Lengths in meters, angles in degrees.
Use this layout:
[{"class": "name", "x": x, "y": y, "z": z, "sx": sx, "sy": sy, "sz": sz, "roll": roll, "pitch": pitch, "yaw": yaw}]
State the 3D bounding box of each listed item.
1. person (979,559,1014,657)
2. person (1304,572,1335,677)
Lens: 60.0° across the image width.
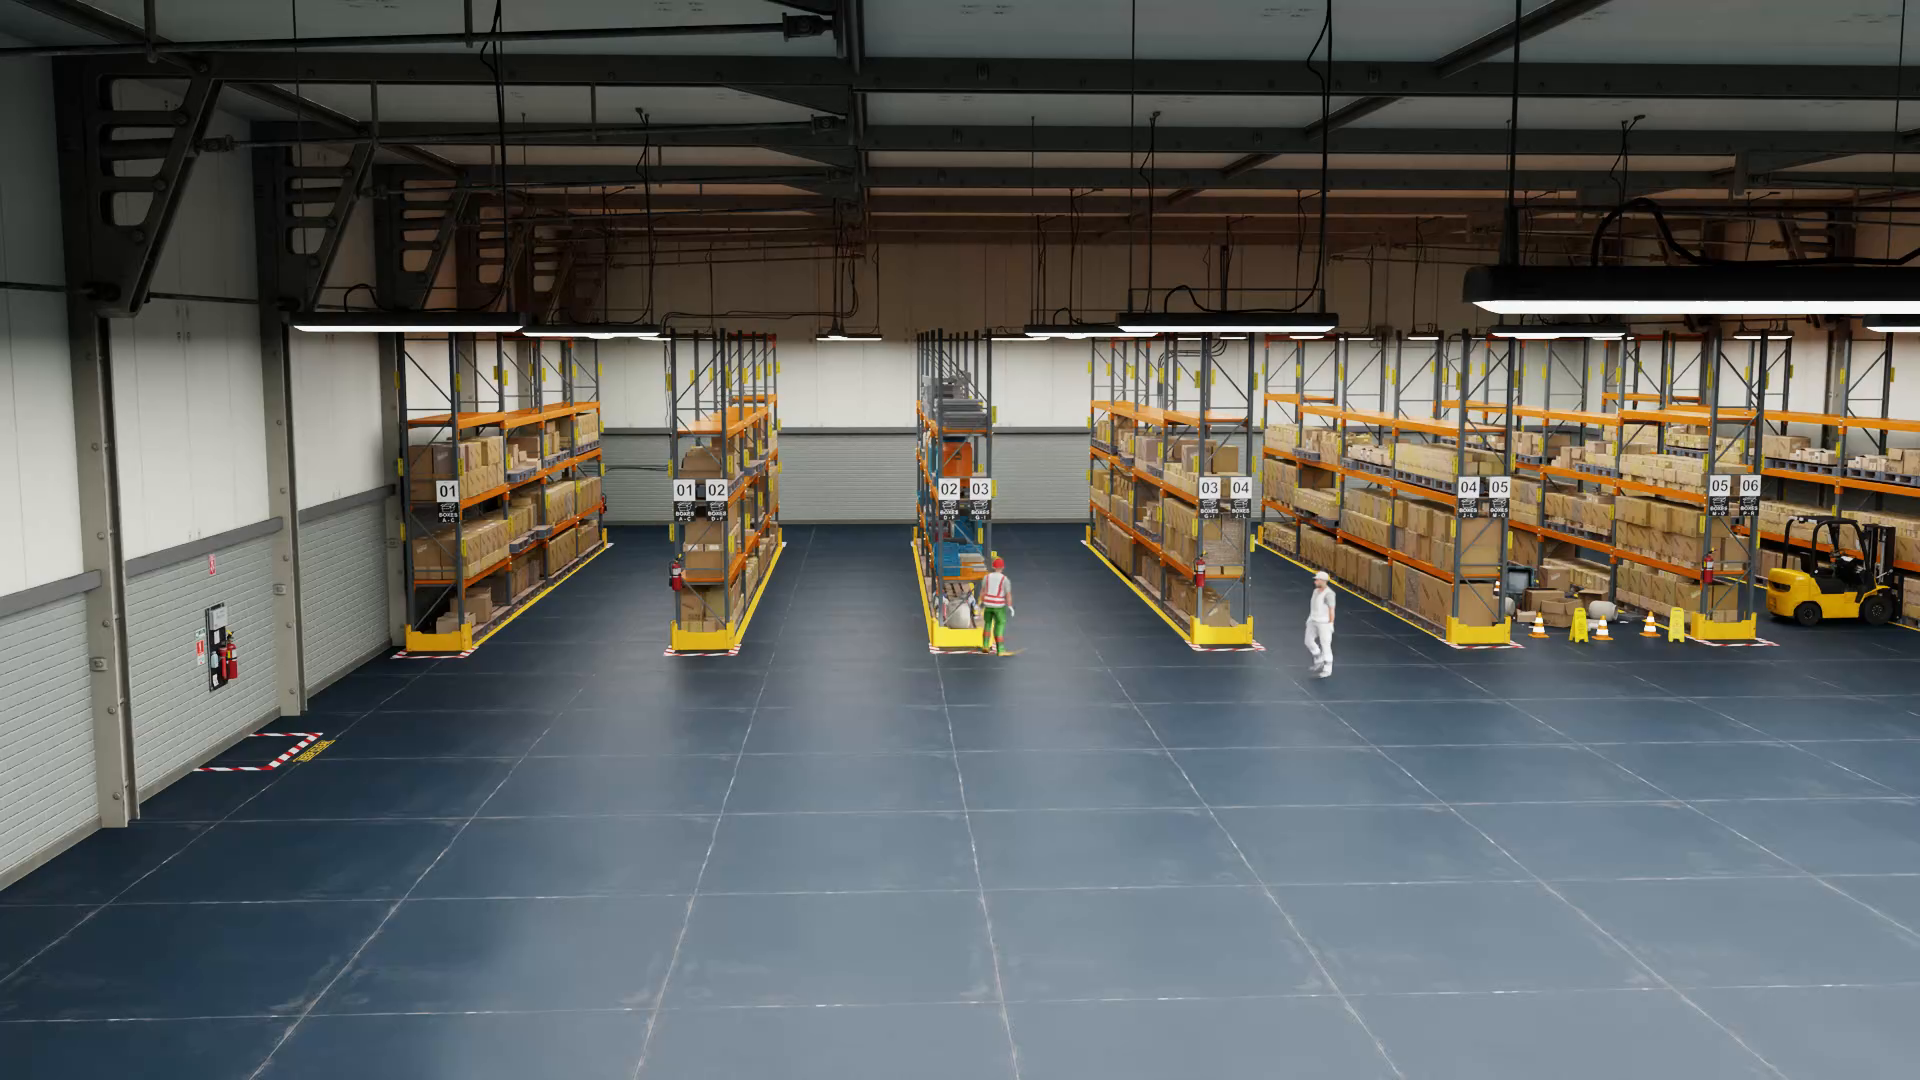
[{"class": "person", "x": 0.654, "y": 1.242, "z": 30.606, "sx": 0.658, "sy": 1.819, "sz": 0.396, "roll": 5, "pitch": 8, "yaw": 35}, {"class": "person", "x": 6.243, "y": 1.430, "z": 28.761, "sx": 0.454, "sy": 1.793, "sz": 0.580, "roll": -4, "pitch": 8, "yaw": -29}]
